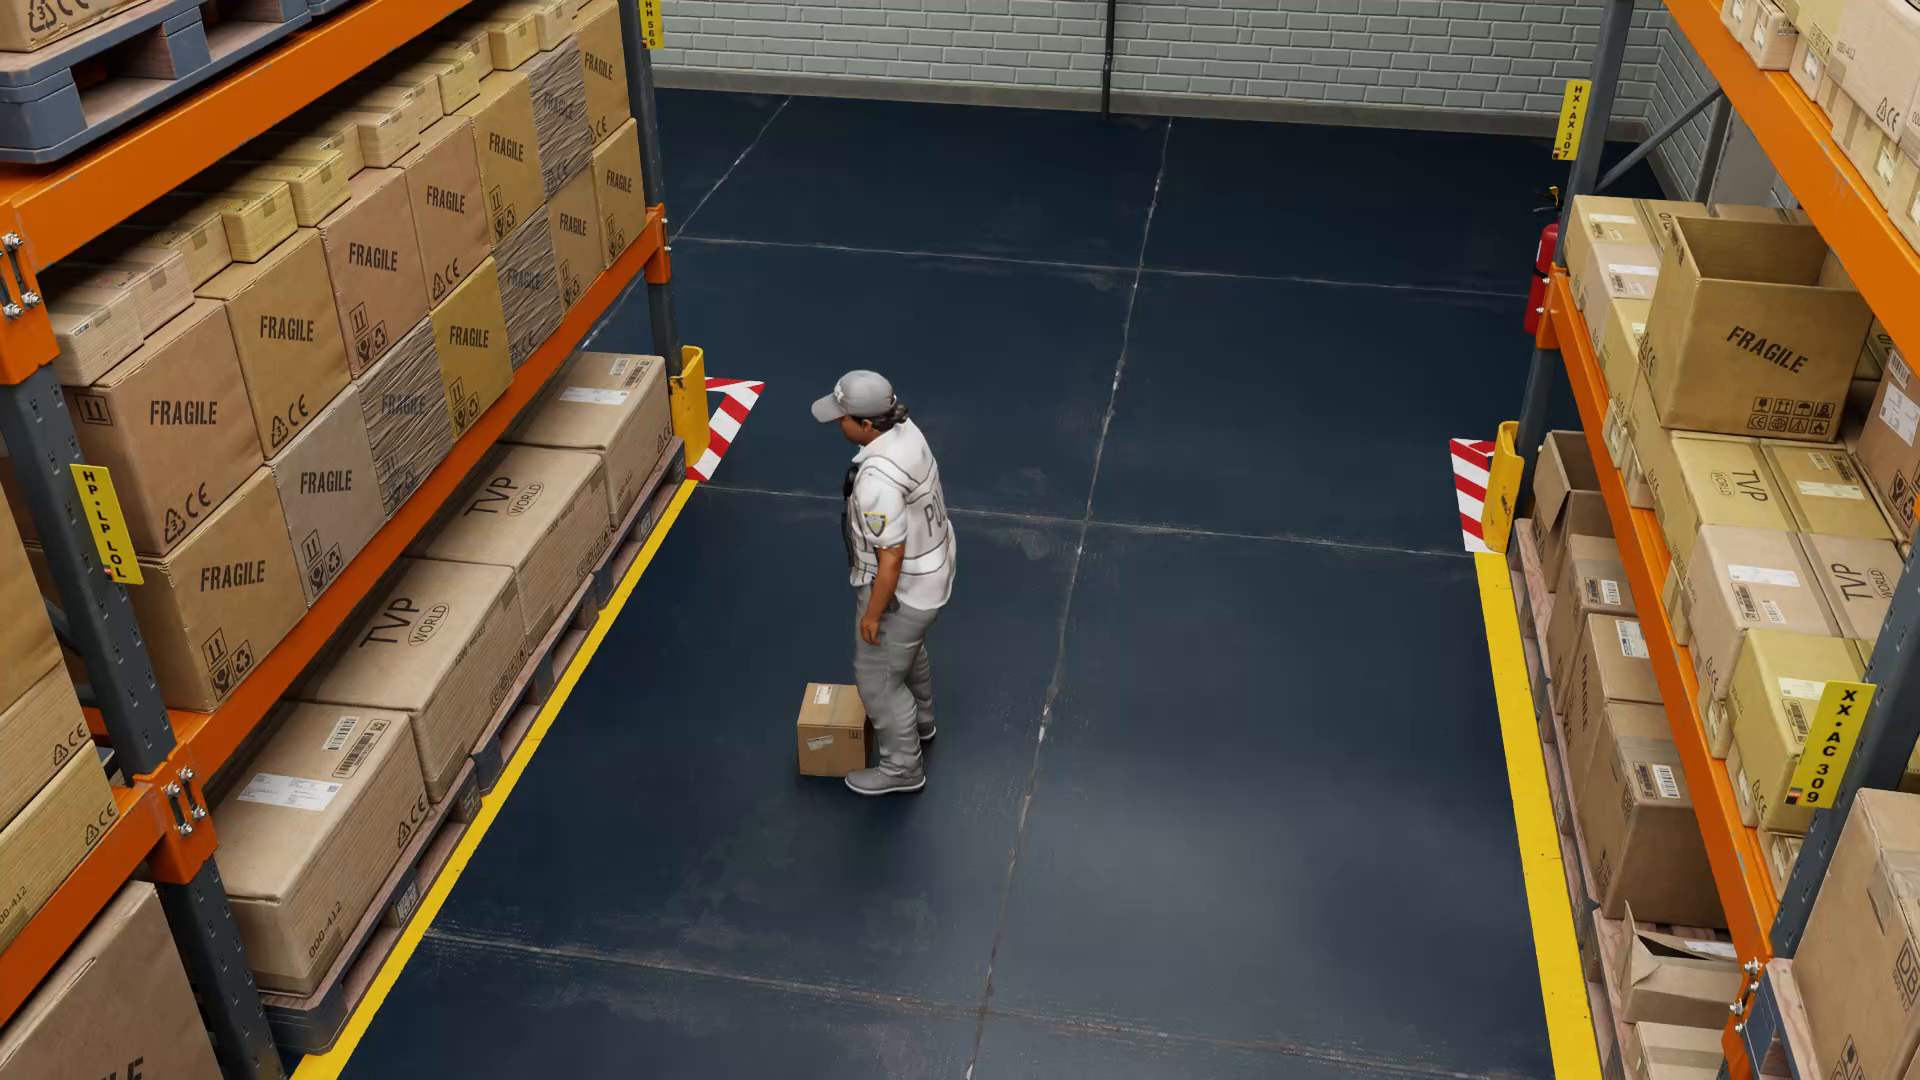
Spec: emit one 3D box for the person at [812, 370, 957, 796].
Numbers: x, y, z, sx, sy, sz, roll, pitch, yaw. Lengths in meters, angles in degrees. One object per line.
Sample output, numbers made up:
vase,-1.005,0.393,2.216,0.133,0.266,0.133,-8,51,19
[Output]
person,-0.255,0.144,5.907,0.472,1.666,0.544,5,33,8
